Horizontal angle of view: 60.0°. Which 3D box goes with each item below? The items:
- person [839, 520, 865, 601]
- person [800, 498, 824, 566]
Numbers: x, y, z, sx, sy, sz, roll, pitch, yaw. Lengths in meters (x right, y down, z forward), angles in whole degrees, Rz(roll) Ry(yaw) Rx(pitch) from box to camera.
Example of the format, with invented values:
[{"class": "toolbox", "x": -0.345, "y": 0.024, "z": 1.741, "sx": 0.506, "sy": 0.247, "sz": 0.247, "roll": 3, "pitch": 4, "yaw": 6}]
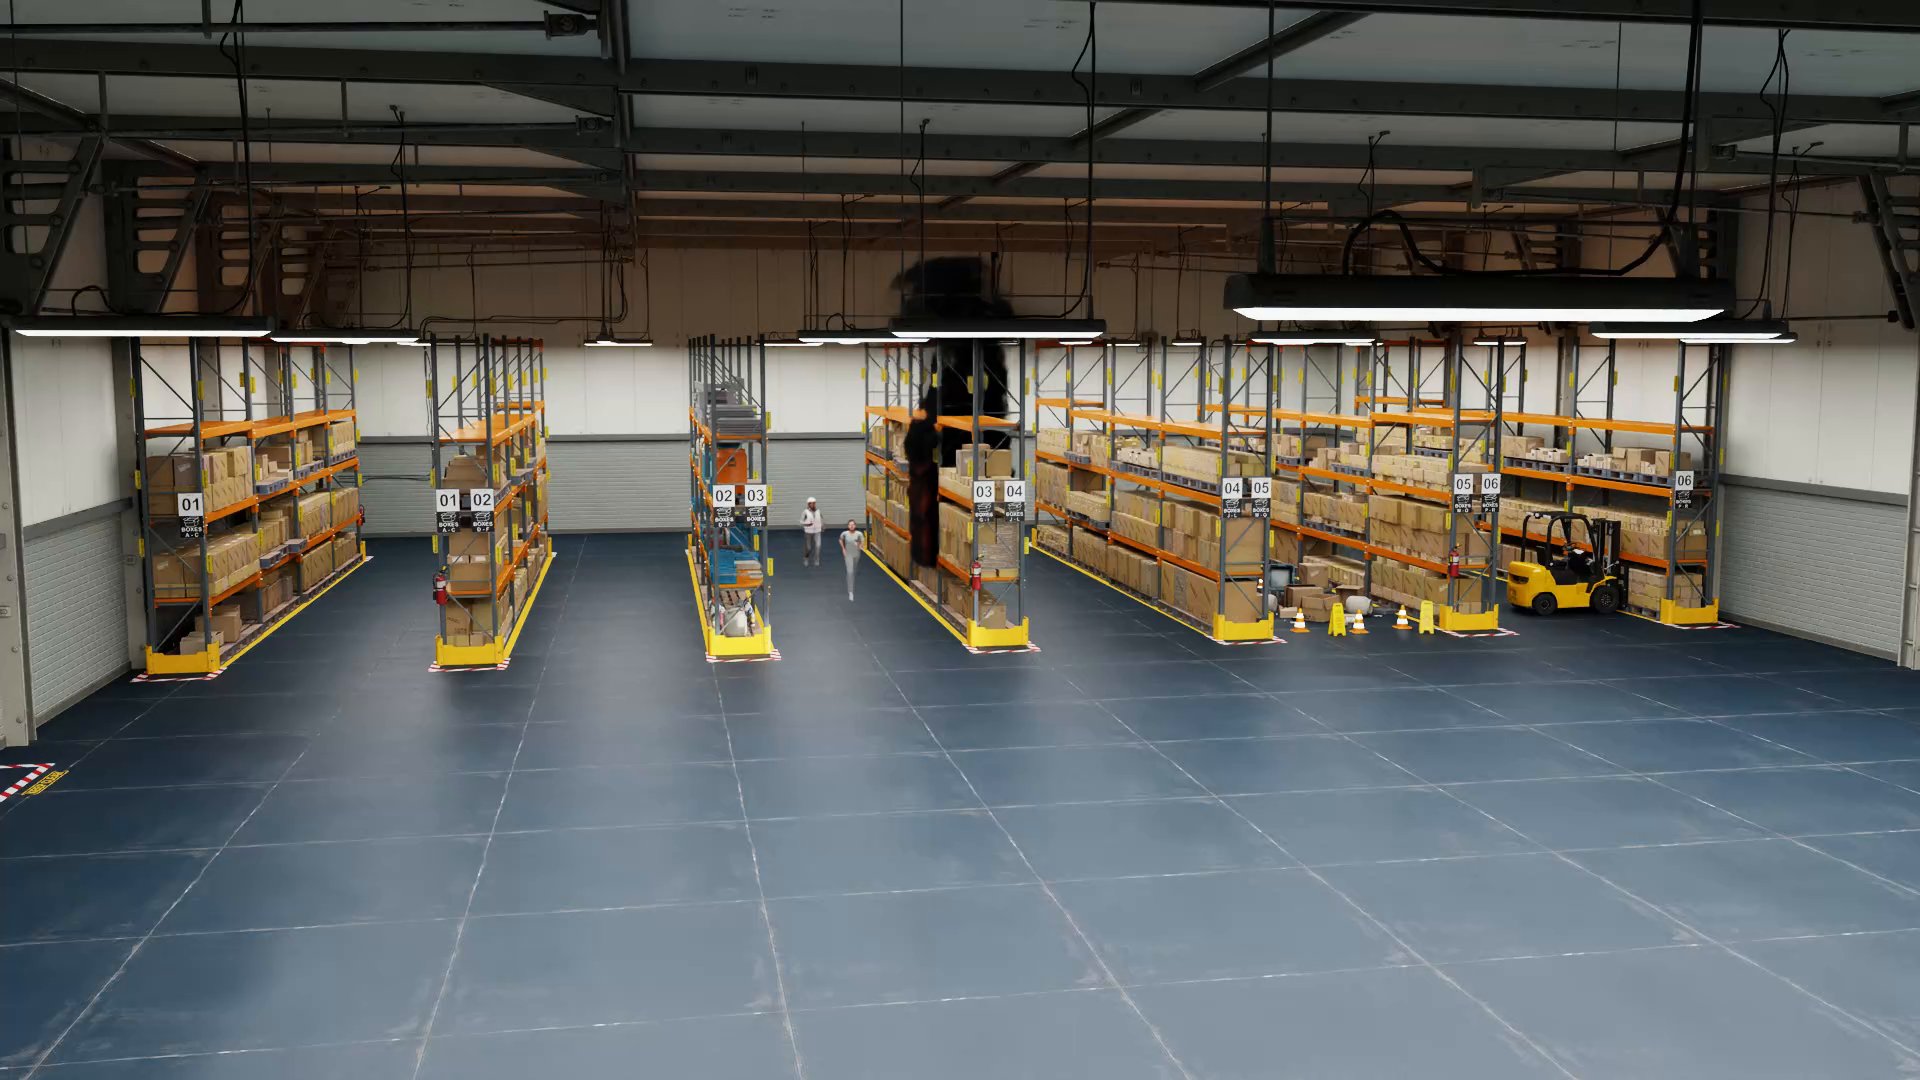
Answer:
[{"class": "person", "x": -2.360, "y": 0.422, "z": 36.705, "sx": 0.539, "sy": 1.768, "sz": 0.729, "roll": -2, "pitch": 7, "yaw": -14}, {"class": "person", "x": -3.712, "y": -0.187, "z": 41.955, "sx": 0.671, "sy": 1.766, "sz": 0.821, "roll": -3, "pitch": 7, "yaw": -21}]
